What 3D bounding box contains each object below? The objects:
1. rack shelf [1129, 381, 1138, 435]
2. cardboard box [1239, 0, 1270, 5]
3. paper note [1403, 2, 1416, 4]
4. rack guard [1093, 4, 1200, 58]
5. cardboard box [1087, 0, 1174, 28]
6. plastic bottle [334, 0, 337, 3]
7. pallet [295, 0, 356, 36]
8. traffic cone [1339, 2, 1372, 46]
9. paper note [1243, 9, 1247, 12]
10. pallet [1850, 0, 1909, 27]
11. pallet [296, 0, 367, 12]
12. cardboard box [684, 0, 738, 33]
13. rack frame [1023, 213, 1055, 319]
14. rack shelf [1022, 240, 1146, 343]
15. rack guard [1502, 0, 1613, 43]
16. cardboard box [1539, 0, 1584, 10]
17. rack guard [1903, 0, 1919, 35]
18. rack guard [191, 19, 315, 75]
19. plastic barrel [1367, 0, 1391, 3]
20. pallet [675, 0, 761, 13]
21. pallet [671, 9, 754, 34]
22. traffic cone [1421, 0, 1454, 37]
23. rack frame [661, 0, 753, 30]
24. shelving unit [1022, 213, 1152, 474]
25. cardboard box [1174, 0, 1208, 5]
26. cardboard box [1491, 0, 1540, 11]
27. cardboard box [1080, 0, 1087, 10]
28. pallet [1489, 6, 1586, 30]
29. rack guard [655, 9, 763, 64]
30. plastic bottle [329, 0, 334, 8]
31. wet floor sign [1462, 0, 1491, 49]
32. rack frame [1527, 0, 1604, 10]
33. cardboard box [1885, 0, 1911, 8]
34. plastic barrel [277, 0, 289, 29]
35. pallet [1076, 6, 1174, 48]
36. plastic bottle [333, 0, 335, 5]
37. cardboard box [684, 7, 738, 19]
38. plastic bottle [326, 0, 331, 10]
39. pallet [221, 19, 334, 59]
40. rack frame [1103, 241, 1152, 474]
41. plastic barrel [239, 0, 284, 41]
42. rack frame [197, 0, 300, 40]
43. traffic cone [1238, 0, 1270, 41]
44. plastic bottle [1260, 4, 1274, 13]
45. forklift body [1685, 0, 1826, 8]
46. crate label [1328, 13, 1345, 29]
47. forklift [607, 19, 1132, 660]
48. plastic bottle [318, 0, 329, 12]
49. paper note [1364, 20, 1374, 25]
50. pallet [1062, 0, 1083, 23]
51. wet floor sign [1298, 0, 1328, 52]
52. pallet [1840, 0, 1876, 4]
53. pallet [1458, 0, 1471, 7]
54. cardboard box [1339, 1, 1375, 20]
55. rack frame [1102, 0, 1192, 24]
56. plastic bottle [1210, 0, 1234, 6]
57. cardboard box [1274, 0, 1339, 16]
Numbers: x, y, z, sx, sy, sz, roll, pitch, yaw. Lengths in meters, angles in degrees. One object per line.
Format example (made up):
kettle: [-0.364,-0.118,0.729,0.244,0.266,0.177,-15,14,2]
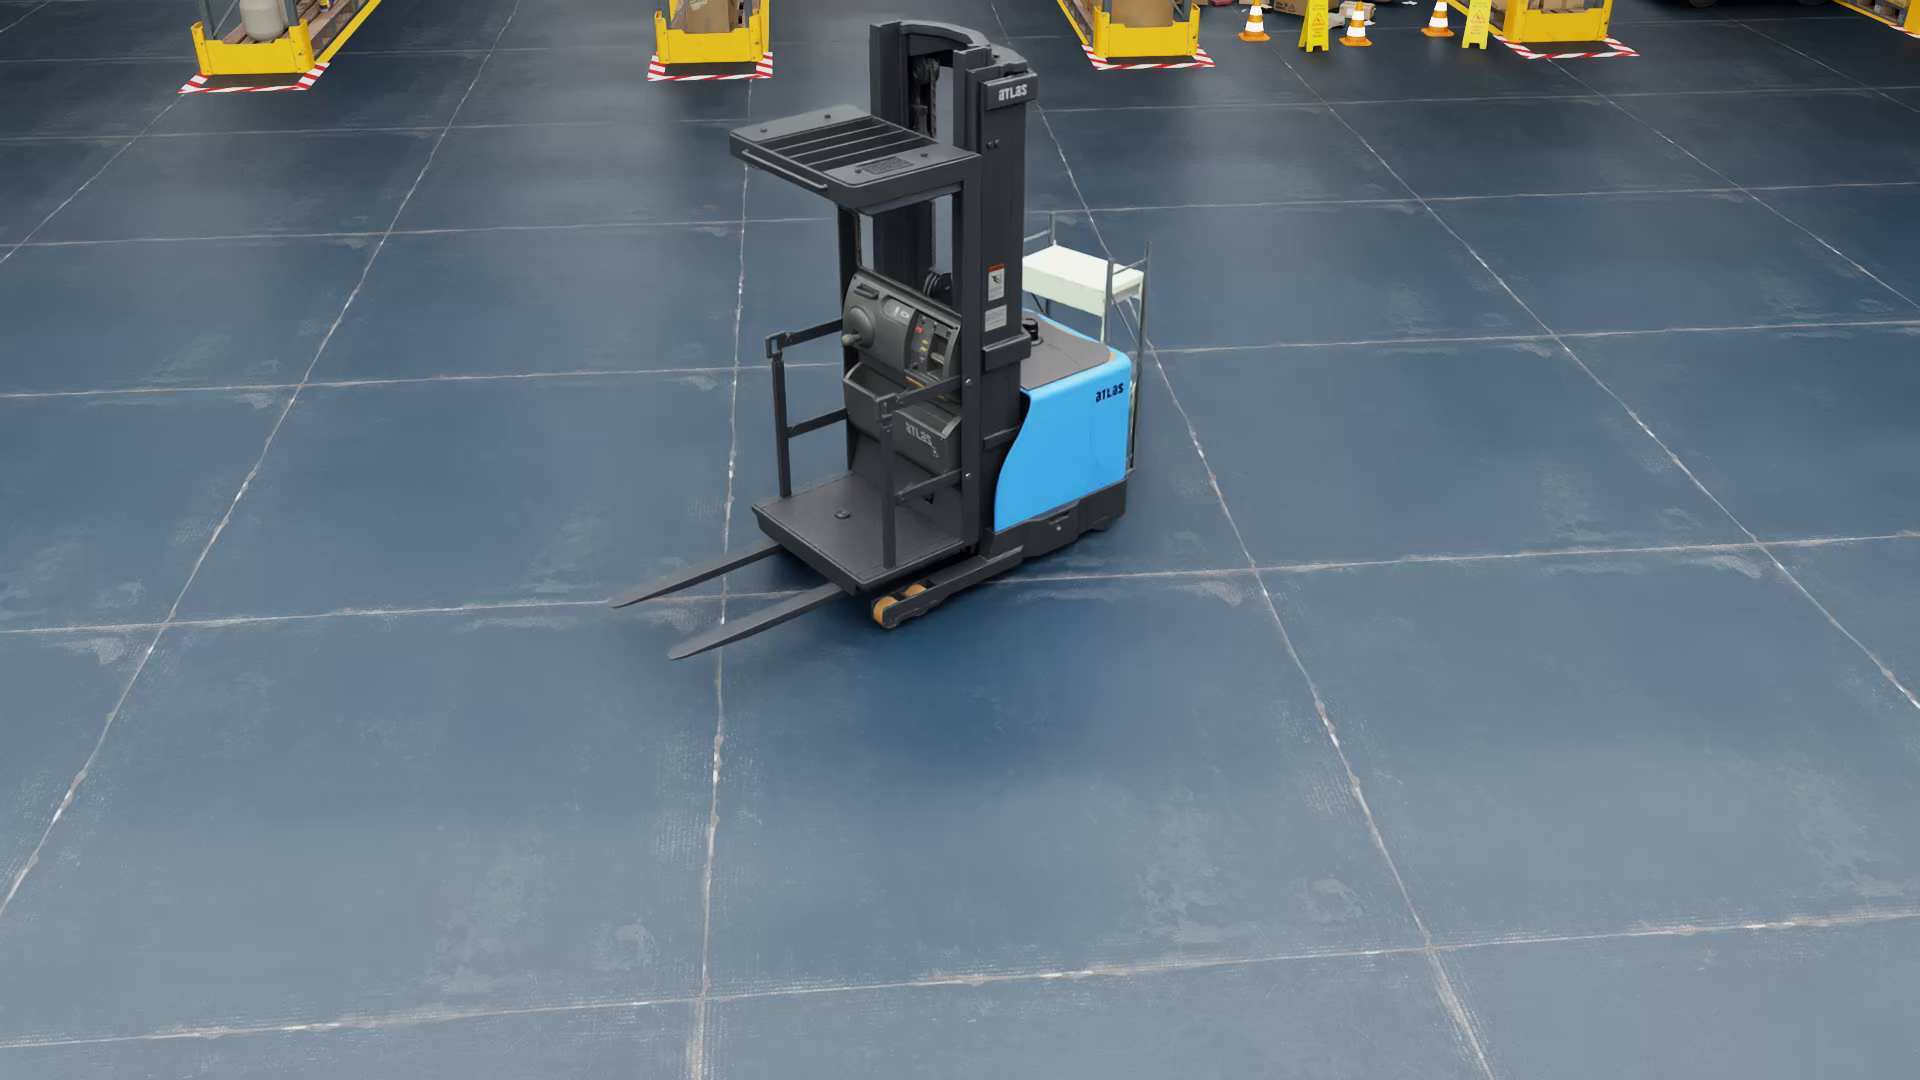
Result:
rack shelf: [0.700,-0.871,10.373,0.720,0.370,0.431,25,38,35]
cardboard box: [3.745,-6.992,21.197,0.396,0.266,0.258,2,31,4]
paper note: [5.735,-6.848,21.185,0.142,0.019,0.148,-14,33,-22]
rack guard: [2.127,-5.827,19.019,1.175,0.500,0.348,-3,31,-5]
cardboard box: [1.995,-6.524,19.410,0.875,0.875,0.875,-3,31,-4]
plastic bottle: [-7.655,-6.674,20.230,0.097,0.271,0.097,0,31,0]
pallet: [-7.990,-6.365,20.201,1.003,0.211,1.213,-3,31,-5]
traffic cone: [4.645,-6.043,19.417,0.336,0.463,0.334,-3,31,-5]
paper note: [3.565,-6.647,20.868,0.032,0.001,0.123,13,33,21]
pallet: [11.872,-6.633,20.648,1.003,0.211,1.213,-3,31,-5]
pallet: [-8.107,-6.990,21.246,1.003,0.211,1.213,-3,31,-5]
cardboard box: [-2.865,-6.154,19.155,0.500,0.500,0.500,3,31,5]
rack frame: [0.433,-1.279,10.421,0.023,1.500,0.400,25,38,35]
rack shelf: [0.709,-1.491,10.014,0.720,0.370,0.431,25,38,35]
rack guard: [7.036,-6.167,19.588,1.175,0.500,0.348,-3,31,-5]
cardboard box: [7.243,-6.627,20.191,0.500,0.250,0.500,-3,31,-5]
rack guard: [11.987,-6.356,19.903,1.175,0.500,0.348,-3,31,-5]
rack guard: [-7.809,-5.453,18.392,1.175,0.500,0.348,-3,31,-5]
plastic barrel: [5.343,-7.078,21.186,0.512,0.421,0.421,20,36,29]
pallet: [-2.982,-6.606,20.604,1.003,0.211,1.213,-3,31,-5]
pallet: [-2.871,-5.985,19.564,1.003,0.211,1.213,-3,31,-5]
traffic cone: [5.719,-6.270,19.796,0.336,0.463,0.334,-3,31,-5]
rack frame: [-2.823,-6.727,18.087,1.000,3.000,0.127,-3,31,-5]
shelving unit: [0.704,-1.153,10.210,0.755,1.500,0.431,25,38,35]
cardboard box: [2.917,-7.140,21.213,0.500,0.500,0.500,2,31,4]
cardboard box: [6.698,-6.614,20.169,0.500,0.250,0.500,-3,31,-5]
cardboard box: [1.911,-6.973,20.162,0.875,0.875,0.875,-3,31,-5]
pallet: [6.995,-6.460,20.359,1.003,0.211,1.213,-3,31,-5]
rack guard: [-2.831,-5.692,18.793,1.175,0.500,0.348,-3,31,-5]
plastic bottle: [-7.617,-6.569,20.043,0.061,0.283,0.133,-2,31,-4]
wet floor sign: [5.996,-6.043,19.237,0.267,0.644,0.232,8,32,13]
rack frame: [7.043,-7.202,18.882,1.000,3.000,0.127,-3,31,-5]
cardboard box: [11.626,-6.666,20.257,0.500,0.250,0.500,-3,31,-4]
plastic barrel: [-7.939,-6.190,19.205,0.421,0.512,0.421,0,31,0]
pallet: [1.972,-6.120,19.791,1.003,0.211,1.213,-3,31,-5]
plastic bottle: [-7.646,-6.623,20.144,0.097,0.271,0.097,0,31,0]
cardboard box: [-2.955,-6.457,19.663,0.500,0.500,0.500,5,31,8]
plastic bottle: [-7.624,-6.471,19.957,0.097,0.201,0.097,0,31,0]
pallet: [-7.879,-5.744,19.161,1.003,0.211,1.213,-3,31,-5]
rack frame: [0.975,-1.027,9.999,0.023,1.500,0.400,25,38,35]
plastic barrel: [-7.892,-5.934,18.776,0.421,0.512,0.421,0,31,0]
rack frame: [-7.755,-6.490,17.690,1.000,3.000,0.127,-3,31,-5]
traffic cone: [3.489,-6.163,19.617,0.336,0.463,0.334,-3,31,-5]
plastic bottle: [3.806,-6.677,20.869,0.133,0.061,0.283,-14,33,-22]
forklift body: [9.991,-7.958,20.975,2.313,2.155,1.214,-3,31,-5]
crate label: [4.510,-6.302,20.167,0.250,0.136,0.298,-20,36,-30]
forklift: [-0.477,-1.090,8.717,3.031,2.935,1.130,-23,38,-33]
plastic bottle: [-7.614,-6.448,19.851,0.097,0.271,0.097,0,31,0]
paper note: [4.973,-6.314,20.291,0.148,0.019,0.142,-14,33,-22]
pallet: [1.861,-6.742,20.831,1.003,0.211,1.213,-3,31,-5]
wet floor sign: [4.098,-5.982,19.136,0.267,0.644,0.232,-8,32,-13]
pallet: [11.761,-7.254,21.689,1.003,0.211,1.213,-3,31,-5]
pallet: [6.885,-7.081,21.399,1.003,0.211,1.213,-3,31,-5]
cardboard box: [4.910,-6.550,20.570,0.380,0.149,0.250,13,33,21]
rack frame: [2.124,-6.913,18.398,1.000,3.000,0.127,-3,31,-5]
plastic bottle: [3.336,-6.843,21.146,0.283,0.061,0.133,-14,33,-22]
cardboard box: [4.359,-6.905,20.820,0.637,0.503,0.797,27,40,37]
